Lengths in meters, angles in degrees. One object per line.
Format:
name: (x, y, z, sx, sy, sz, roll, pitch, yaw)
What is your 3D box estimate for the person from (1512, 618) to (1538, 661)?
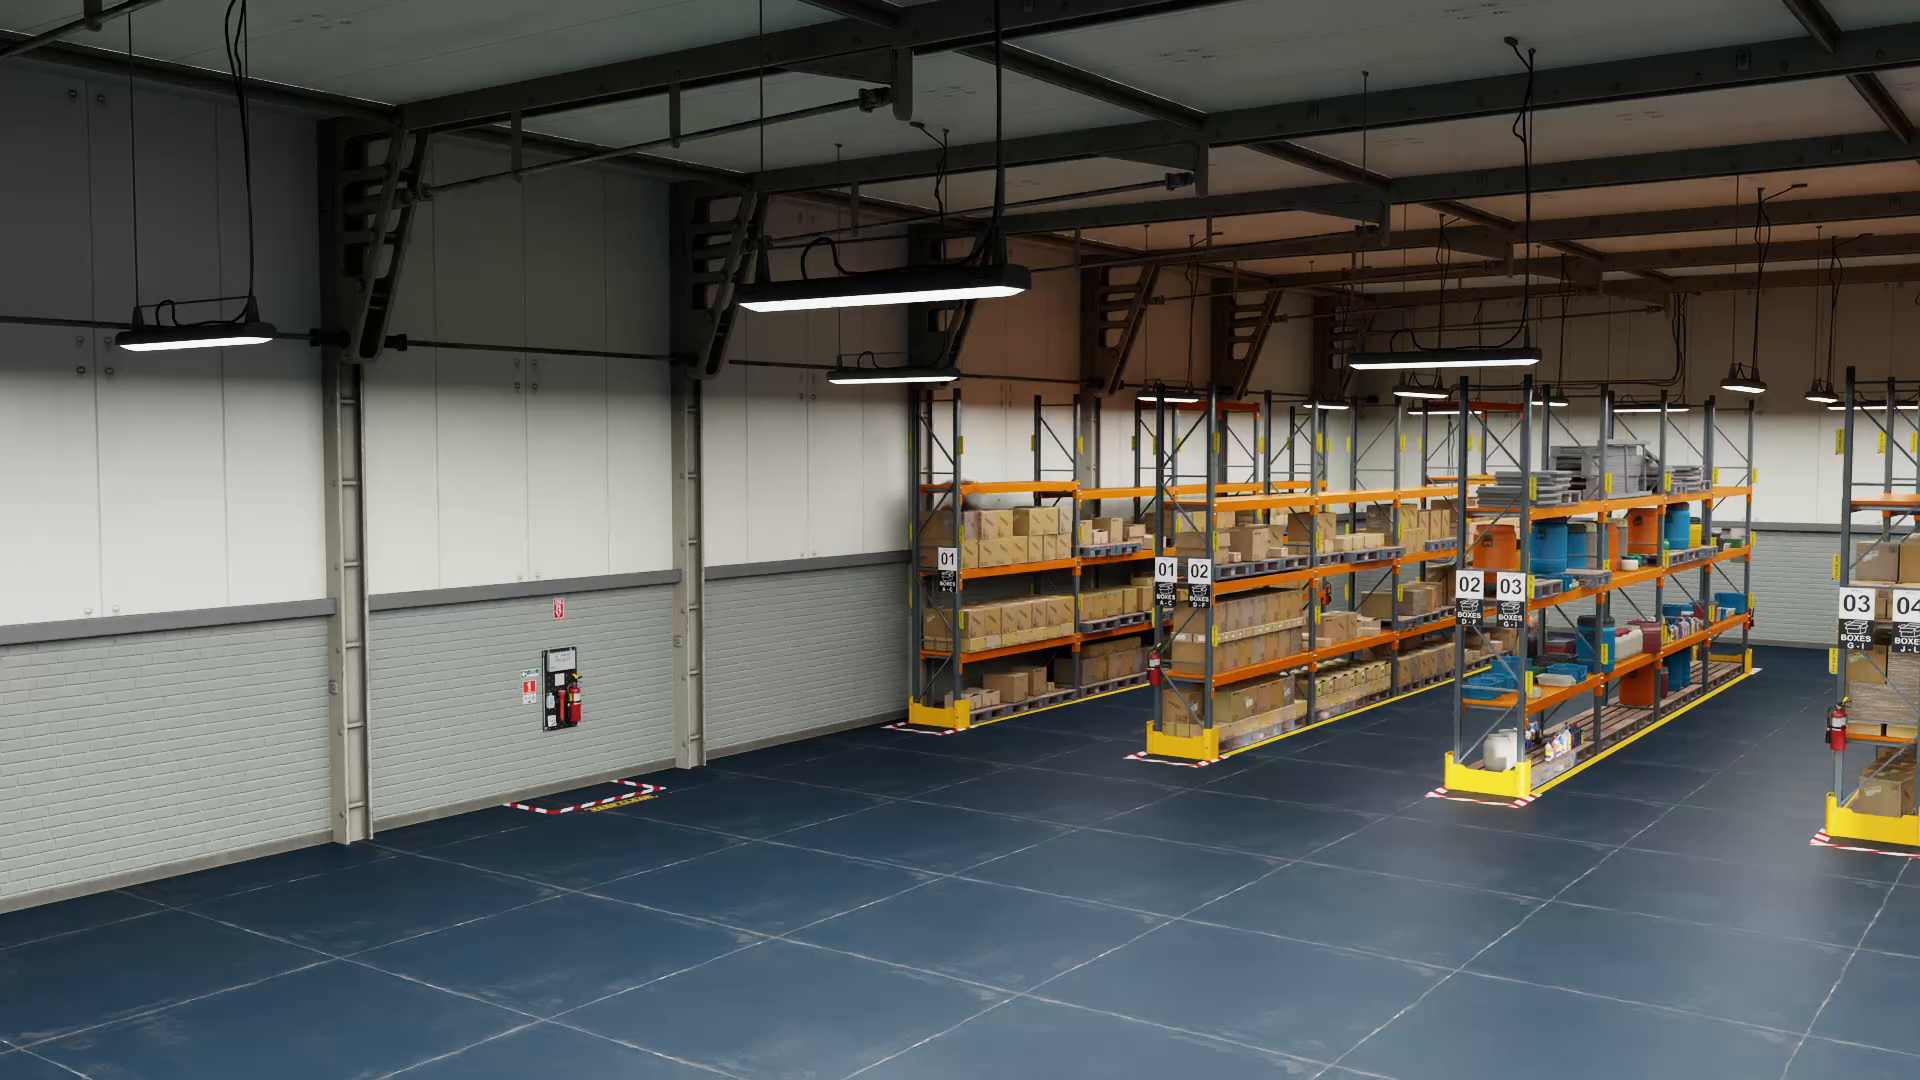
person: (10.963, 2.334, 32.072, 0.649, 1.677, 1.044, 2, 4, 35)
